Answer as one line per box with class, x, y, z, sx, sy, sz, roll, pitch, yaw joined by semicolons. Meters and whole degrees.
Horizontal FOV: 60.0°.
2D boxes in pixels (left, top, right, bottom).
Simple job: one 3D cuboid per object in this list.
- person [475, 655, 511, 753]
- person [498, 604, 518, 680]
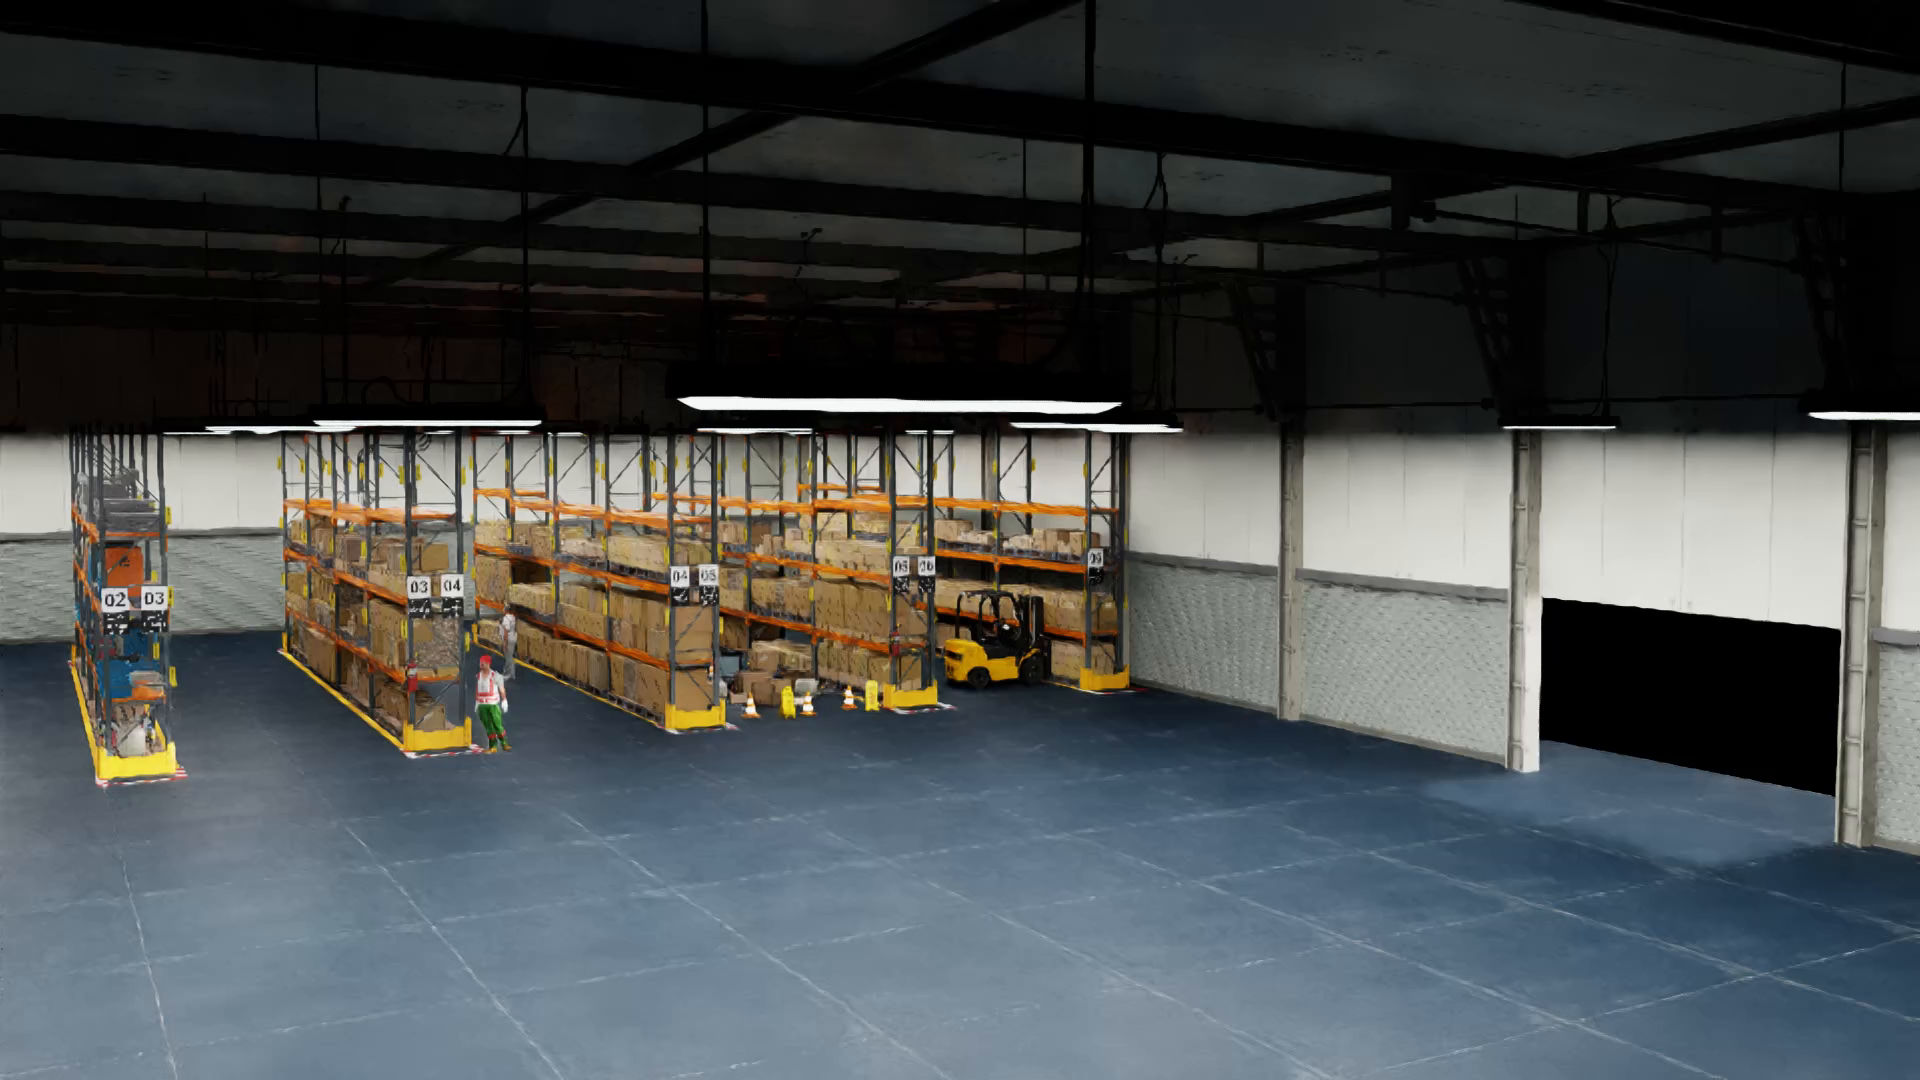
person;-8.491;2.966;30.208;0.650;1.781;0.440;1;4;14
person;-10.745;2.402;39.391;0.501;1.758;0.588;0;4;1
